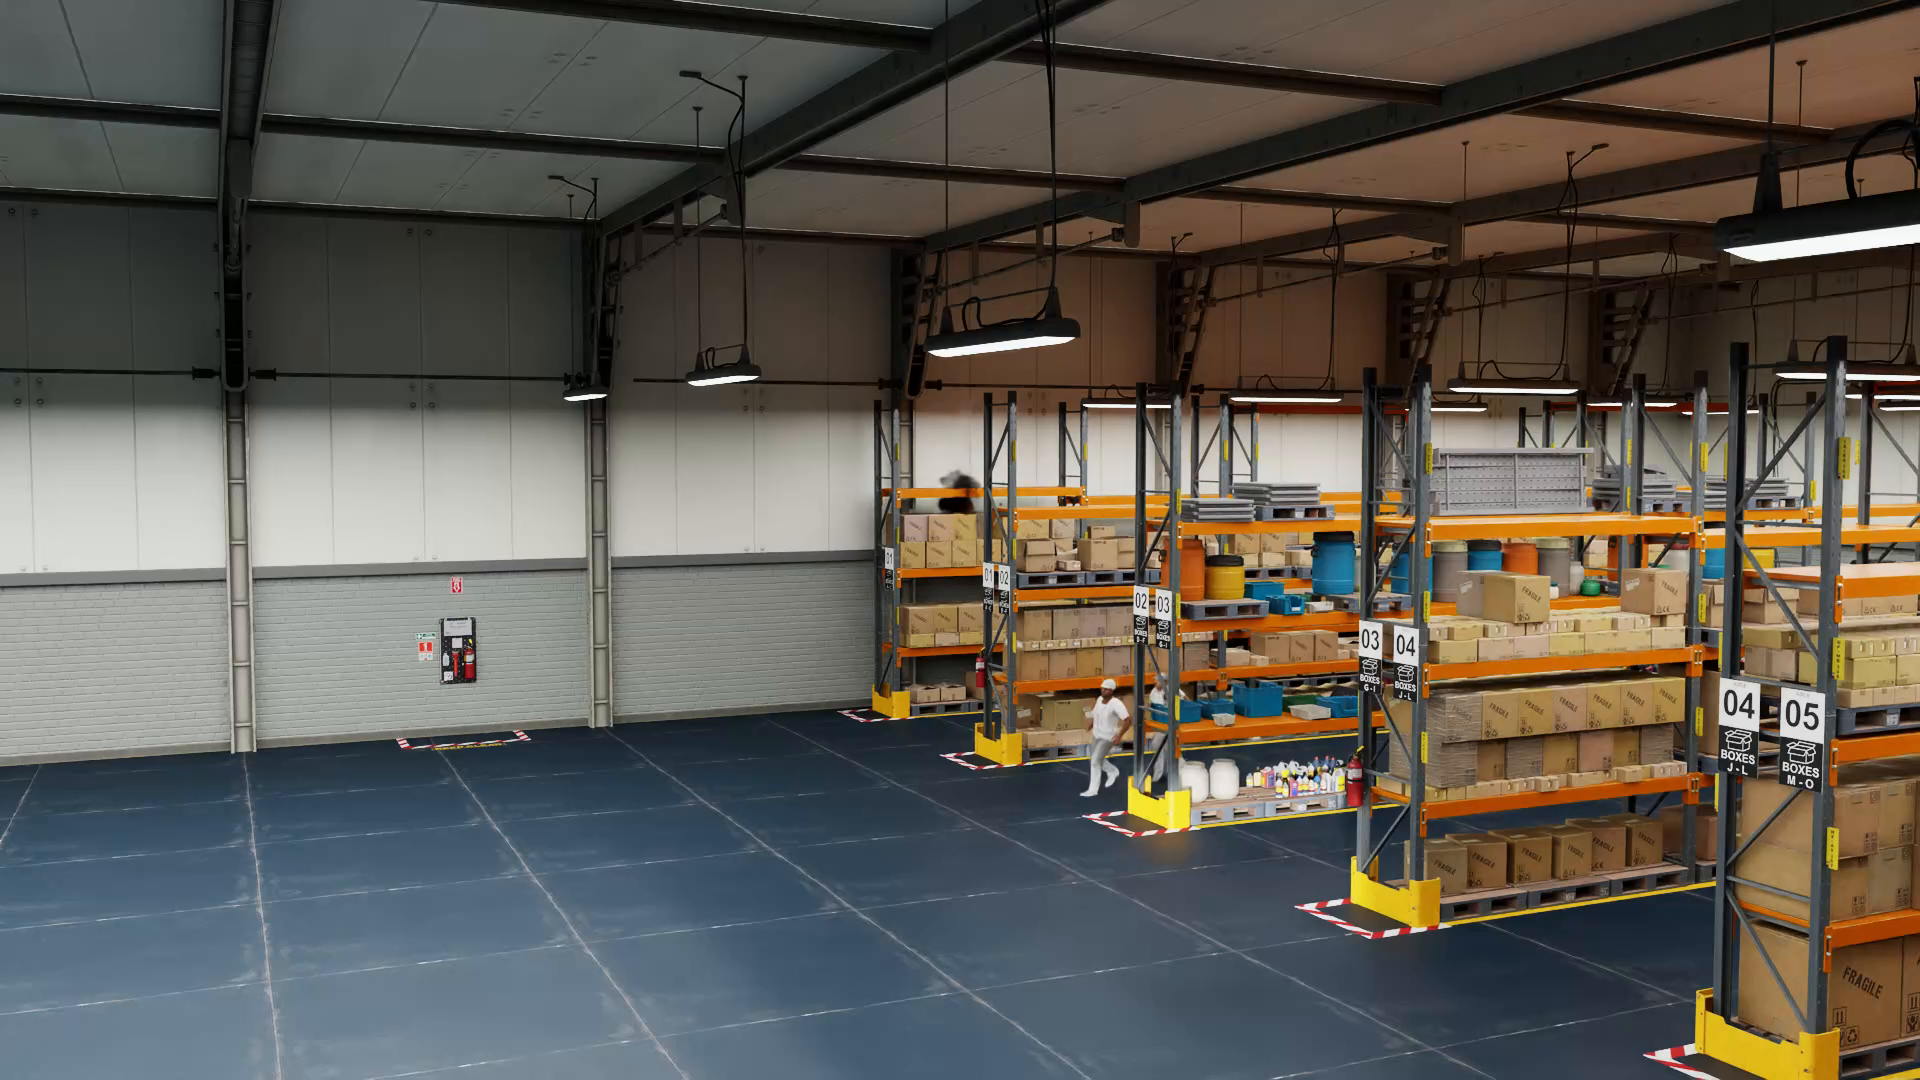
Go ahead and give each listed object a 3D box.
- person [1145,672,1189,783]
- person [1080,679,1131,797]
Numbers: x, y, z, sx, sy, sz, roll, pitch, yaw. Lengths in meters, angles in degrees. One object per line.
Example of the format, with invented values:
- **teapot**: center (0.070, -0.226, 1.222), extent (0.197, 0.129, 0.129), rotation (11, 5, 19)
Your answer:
- **person**: center (3.186, 2.862, 25.519), extent (0.828, 1.703, 0.626), rotation (-2, 4, -36)
- **person**: center (2.176, 2.883, 24.323), extent (0.802, 1.735, 0.758), rotation (-2, 4, -34)
